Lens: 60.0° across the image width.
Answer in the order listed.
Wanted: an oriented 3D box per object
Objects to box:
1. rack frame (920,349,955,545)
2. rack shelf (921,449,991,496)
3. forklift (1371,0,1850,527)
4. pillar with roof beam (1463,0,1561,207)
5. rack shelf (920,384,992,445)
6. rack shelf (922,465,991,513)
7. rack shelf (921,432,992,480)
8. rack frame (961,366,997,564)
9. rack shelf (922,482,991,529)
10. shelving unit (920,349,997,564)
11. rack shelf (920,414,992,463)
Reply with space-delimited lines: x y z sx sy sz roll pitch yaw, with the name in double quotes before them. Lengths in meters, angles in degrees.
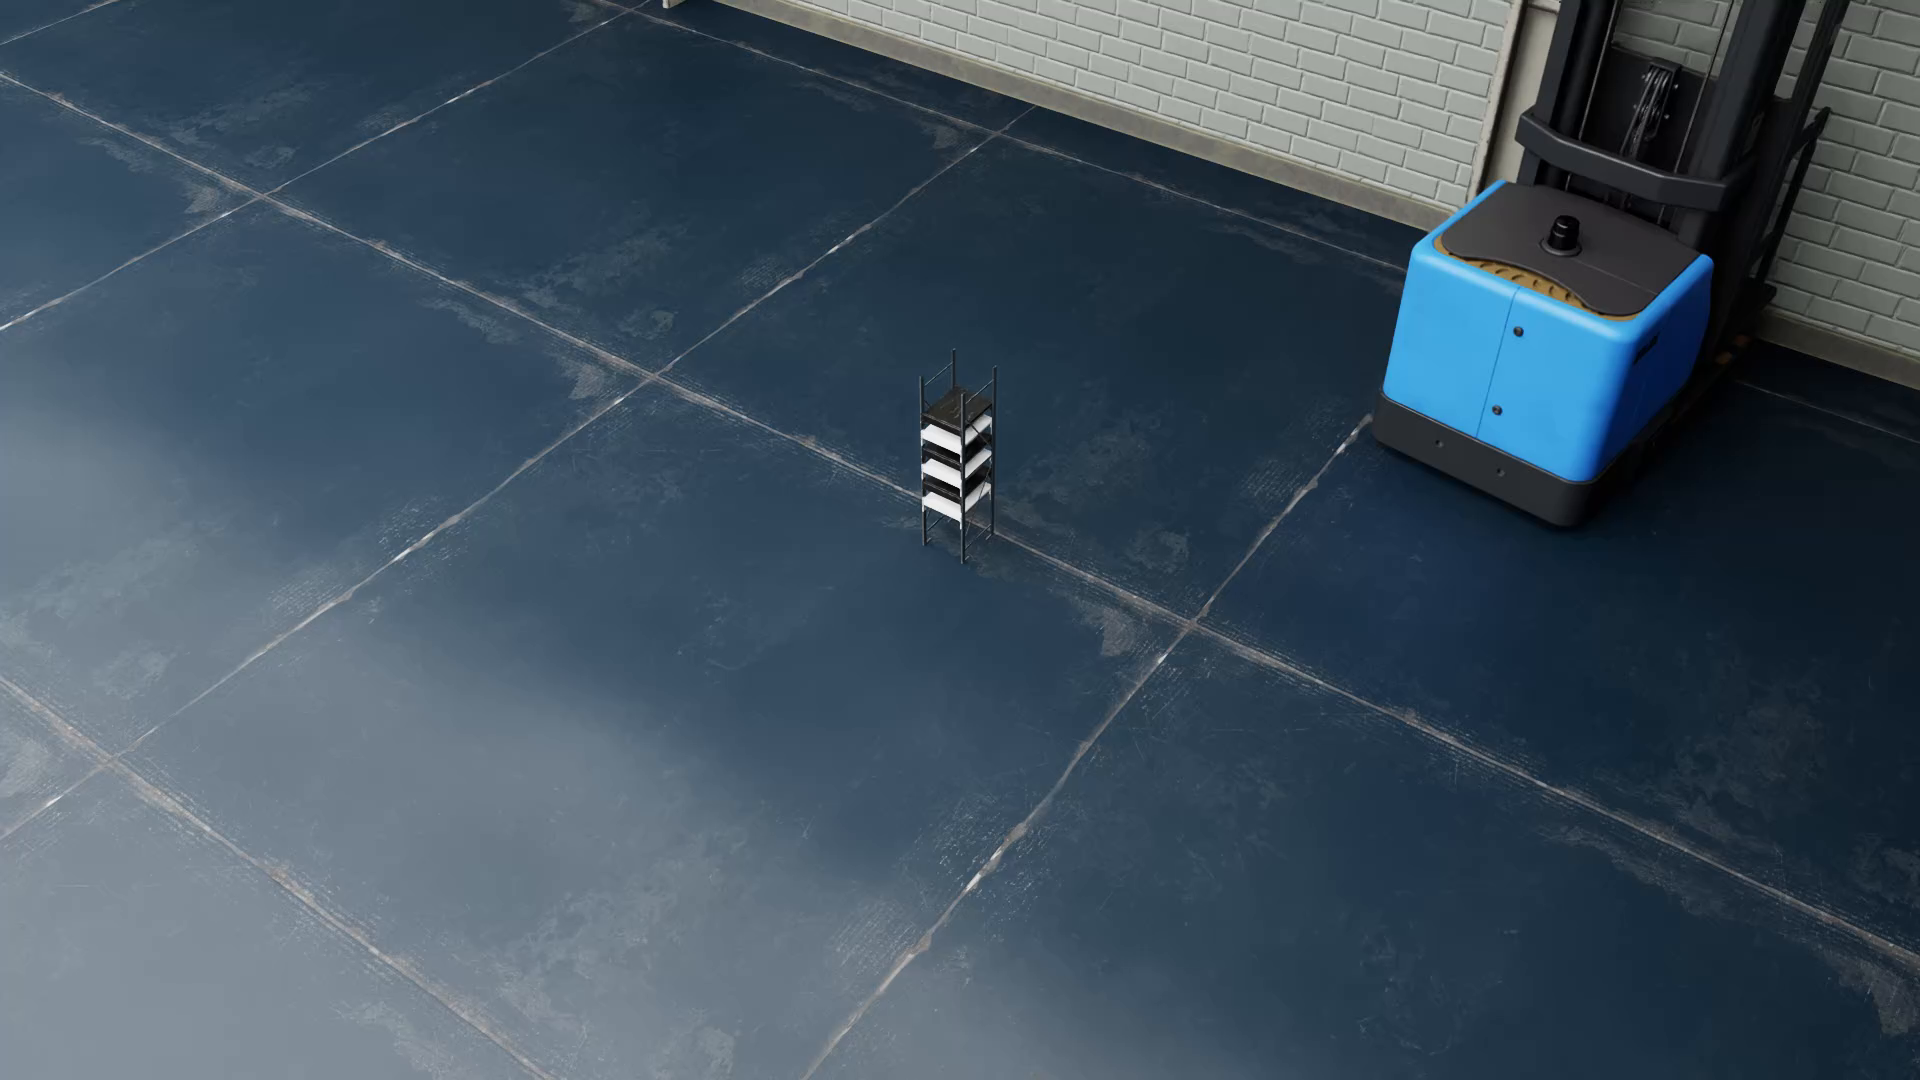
"rack frame" -0.090 -0.377 6.997 0.006 0.900 0.240 25 48 25
"rack shelf" -0.007 -0.314 6.976 0.200 0.077 0.258 25 48 25
"forklift" 3.258 -2.054 7.347 1.130 2.935 3.031 31 50 30
"pillar with roof beam" 0.390 -2.470 3.261 0.400 9.000 9.100 25 48 25
"rack shelf" -0.007 -0.515 6.796 0.200 0.077 0.258 25 48 25
"rack shelf" -0.007 -0.247 7.036 0.200 0.077 0.258 25 48 25
"rack shelf" -0.007 -0.381 6.916 0.200 0.077 0.258 25 48 25
"rack frame" 0.077 -0.300 6.910 0.006 0.900 0.240 25 48 25
"rack shelf" -0.007 -0.179 7.096 0.200 0.077 0.258 25 48 25
"shelving unit" -0.007 -0.338 6.953 0.210 0.900 0.258 25 48 25
"rack shelf" -0.007 -0.448 6.856 0.200 0.077 0.258 25 48 25
